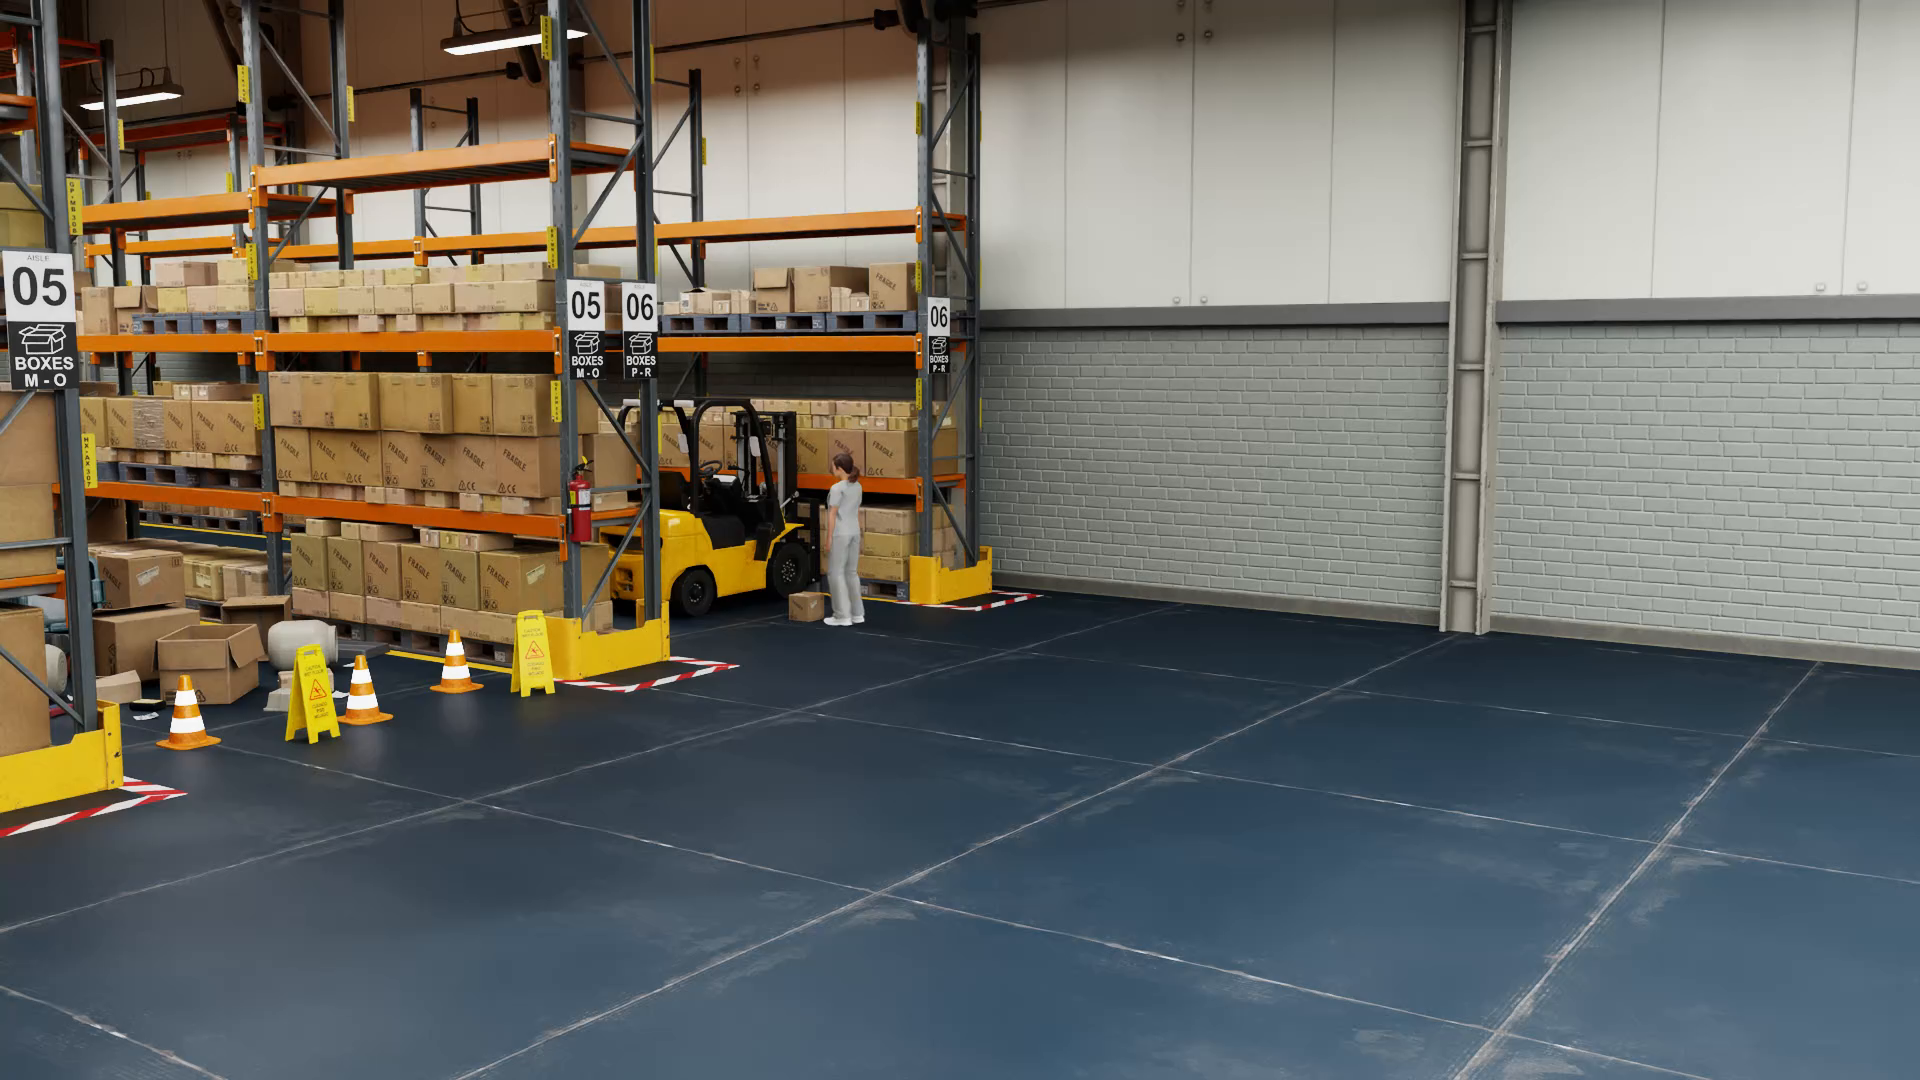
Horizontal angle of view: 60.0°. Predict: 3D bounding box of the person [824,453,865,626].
[{"bbox_3d":[-1.119,-0.012,16.101,0.363,1.672,0.439,4,8,35],"label":"person"}]
